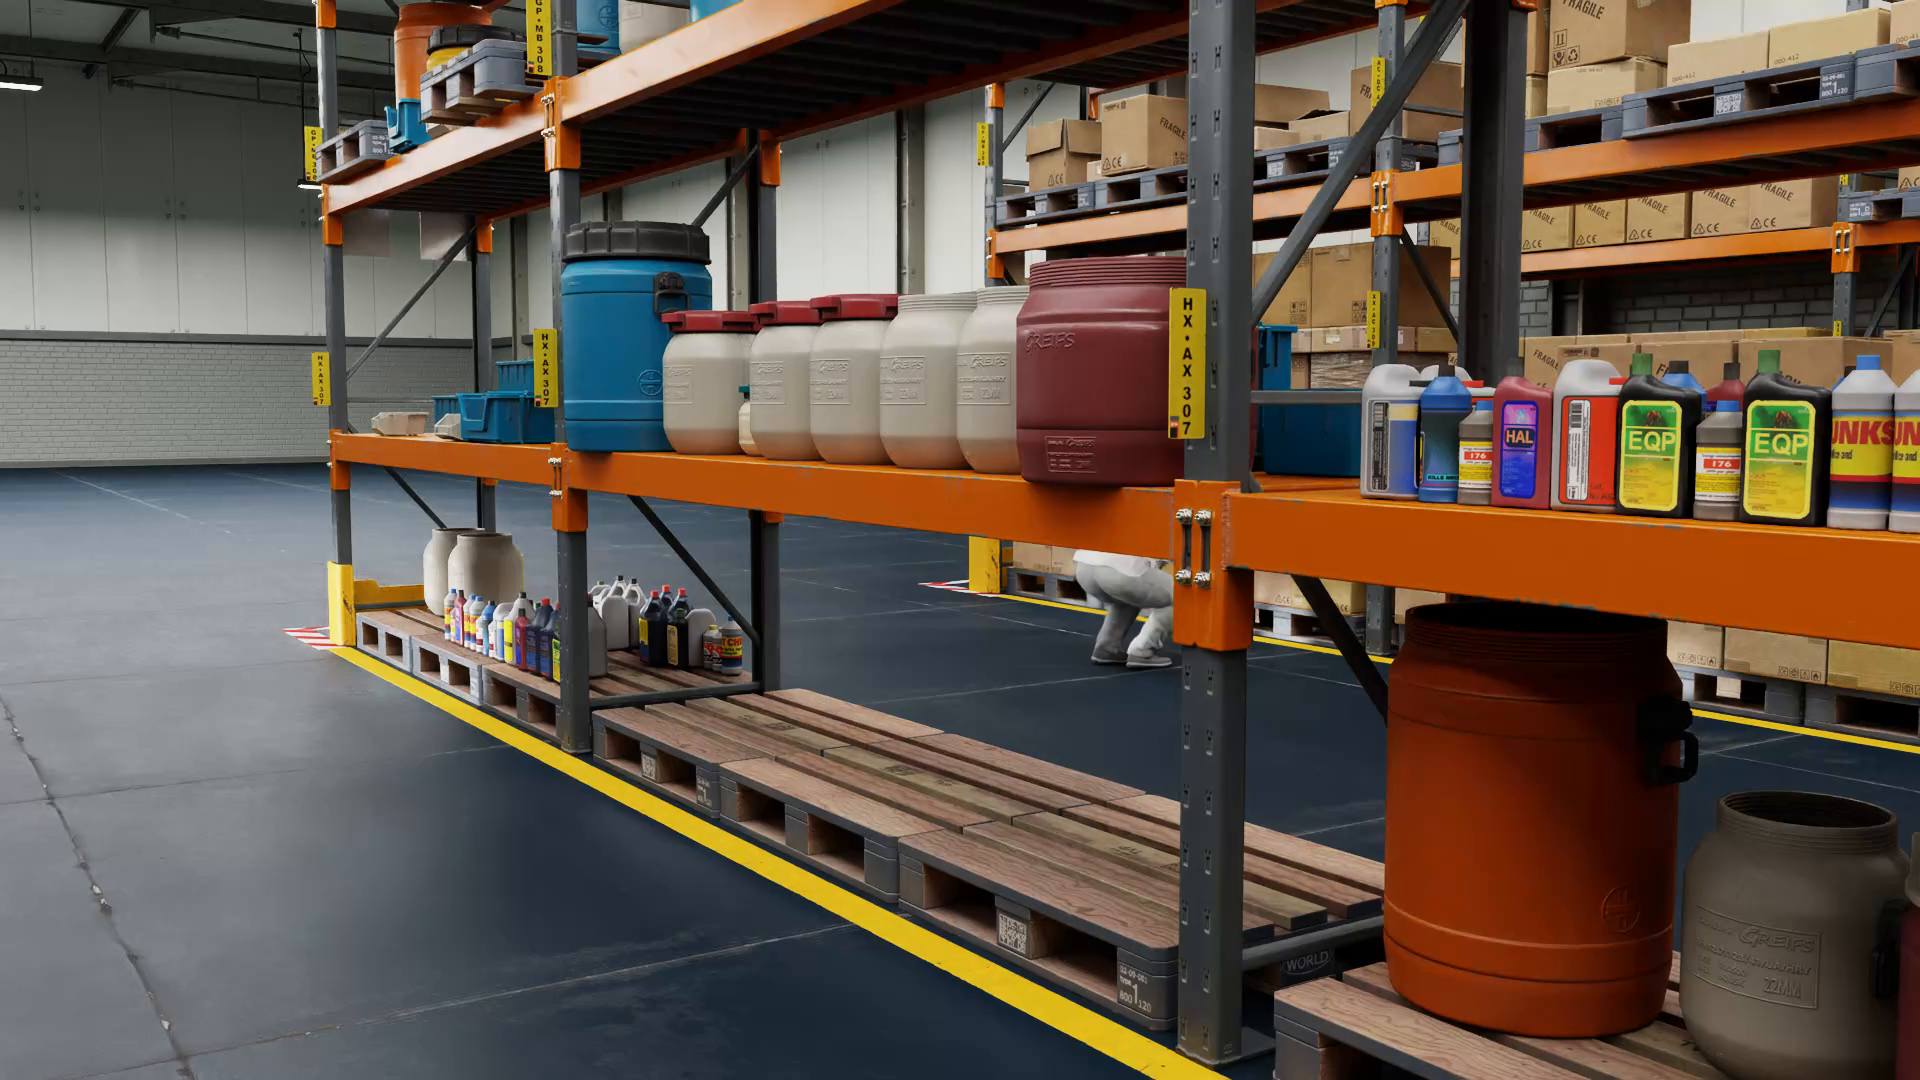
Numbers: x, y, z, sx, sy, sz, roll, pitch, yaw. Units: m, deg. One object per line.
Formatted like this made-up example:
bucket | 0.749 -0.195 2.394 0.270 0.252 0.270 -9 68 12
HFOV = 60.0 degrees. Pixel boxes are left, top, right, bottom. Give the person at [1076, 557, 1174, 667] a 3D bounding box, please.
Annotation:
person | 1.065 0.246 9.521 0.871 0.943 0.507 -3 6 -35
